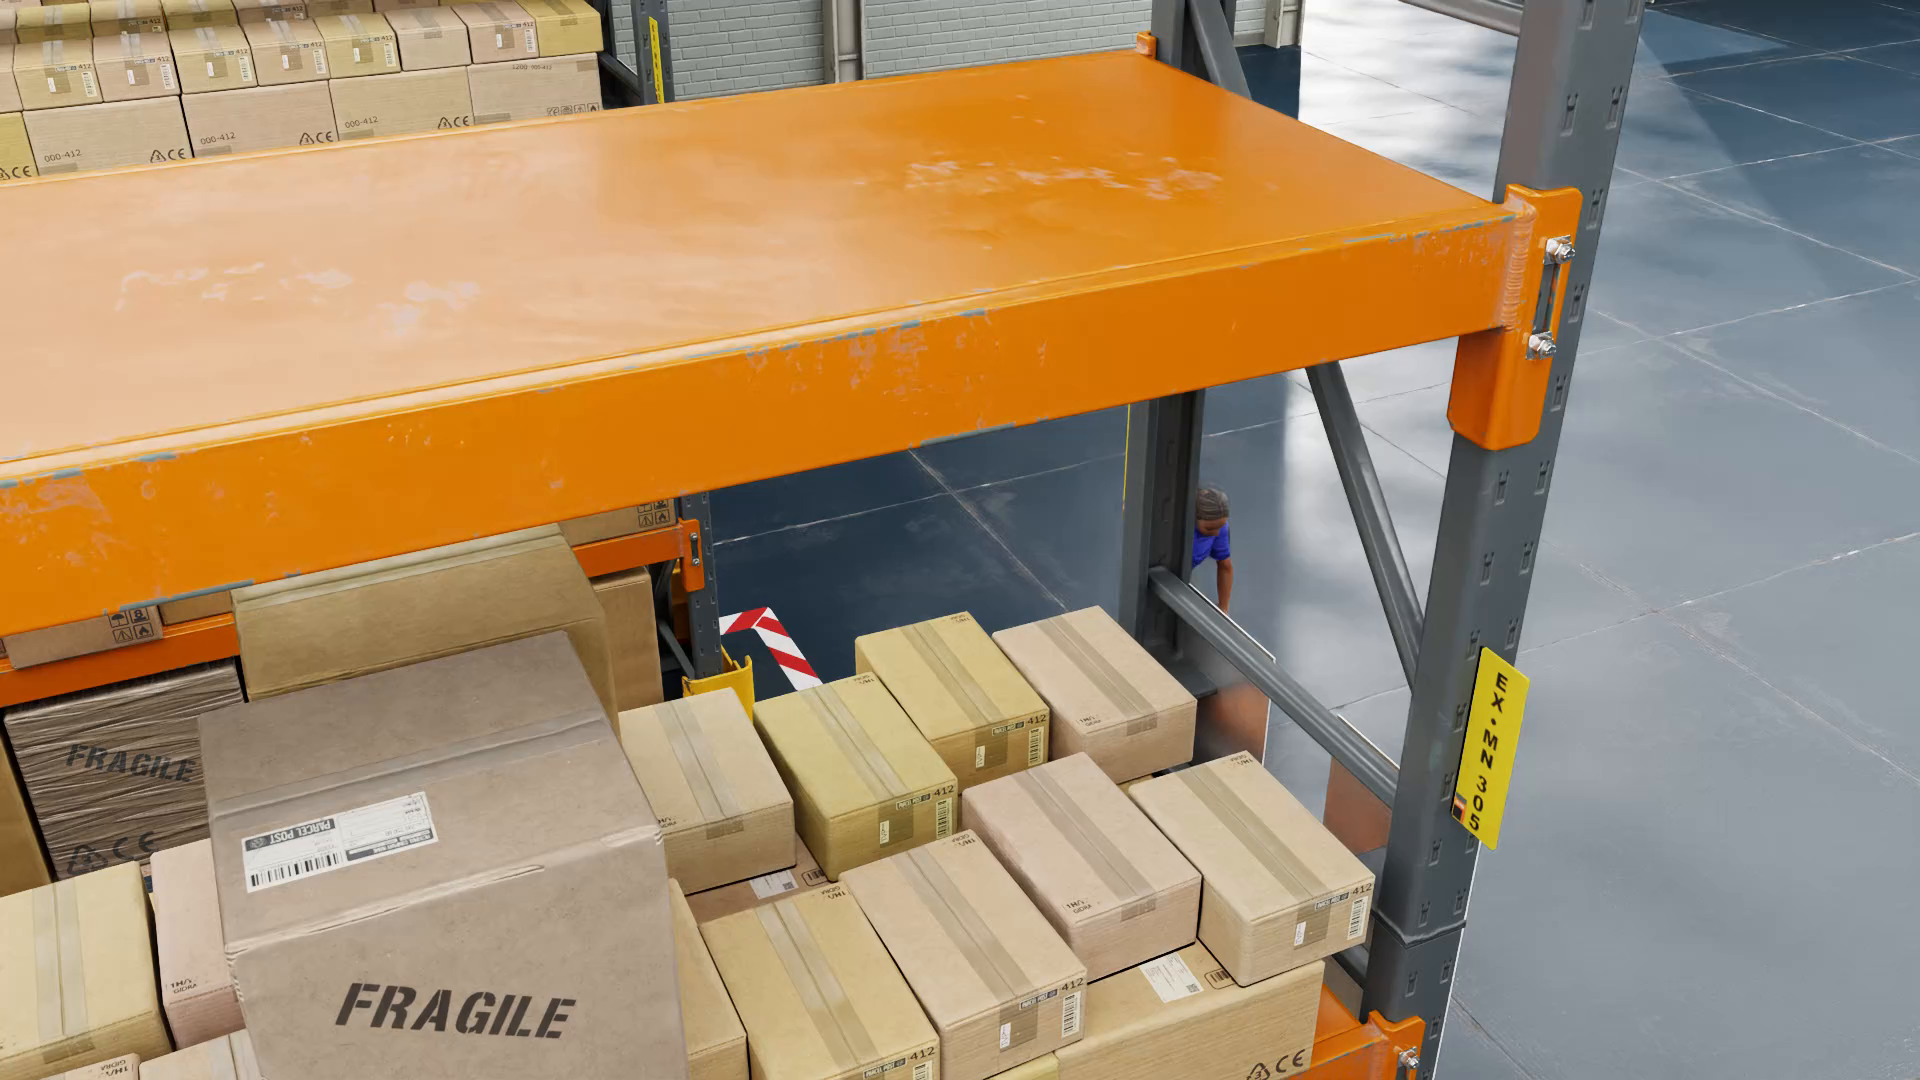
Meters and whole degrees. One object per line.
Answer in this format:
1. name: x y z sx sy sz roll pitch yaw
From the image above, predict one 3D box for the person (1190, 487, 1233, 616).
1. person: 1.072 0.312 8.133 0.492 1.441 0.576 -13 32 -21
